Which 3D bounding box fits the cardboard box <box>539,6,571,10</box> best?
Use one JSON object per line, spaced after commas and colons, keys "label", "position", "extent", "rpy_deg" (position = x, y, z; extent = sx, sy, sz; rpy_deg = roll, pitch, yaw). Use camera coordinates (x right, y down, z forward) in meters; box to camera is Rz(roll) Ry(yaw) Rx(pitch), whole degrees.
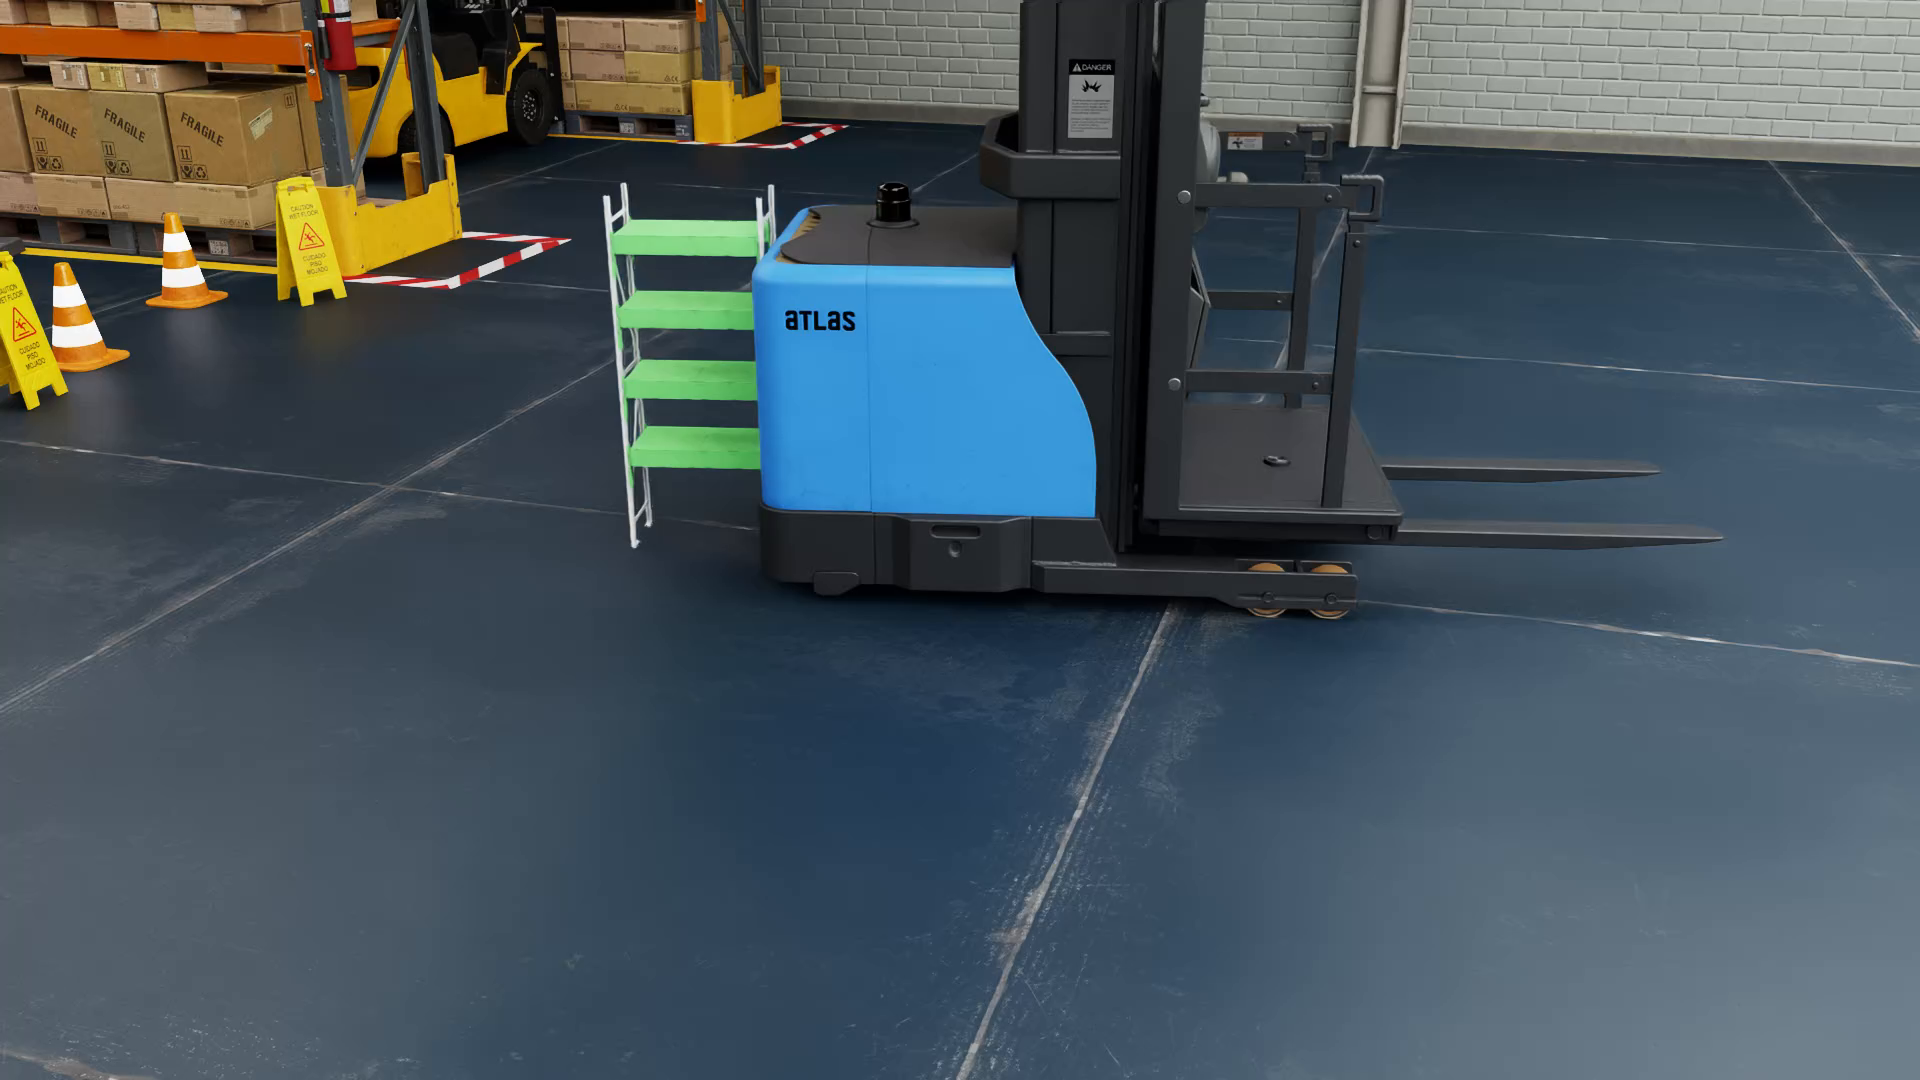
{"label": "cardboard box", "position": [-3.769, -4.574, 14.721], "extent": [0.500, 0.250, 0.500], "rpy_deg": [6, 23, 14]}

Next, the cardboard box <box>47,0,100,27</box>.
{"label": "cardboard box", "position": [-5.015, -3.055, 9.596], "extent": [0.250, 0.149, 0.380], "rpy_deg": [6, 23, 15]}

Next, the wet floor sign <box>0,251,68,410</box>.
{"label": "wet floor sign", "position": [-4.083, -0.911, 7.140], "extent": [0.232, 0.644, 0.267], "rpy_deg": [3, 22, 6]}

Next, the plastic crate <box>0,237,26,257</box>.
{"label": "plastic crate", "position": [-5.913, -1.711, 9.835], "extent": [0.583, 0.080, 0.402], "rpy_deg": [-1, 22, -3]}

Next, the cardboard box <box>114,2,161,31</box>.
{"label": "cardboard box", "position": [-4.539, -2.981, 9.415], "extent": [0.250, 0.149, 0.380], "rpy_deg": [7, 23, 16]}

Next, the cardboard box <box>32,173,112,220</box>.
{"label": "cardboard box", "position": [-5.198, -2.121, 10.058], "extent": [0.500, 0.250, 0.500], "rpy_deg": [6, 23, 14]}

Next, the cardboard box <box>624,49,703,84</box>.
{"label": "cardboard box", "position": [-2.476, -3.990, 13.956], "extent": [0.500, 0.250, 0.500], "rpy_deg": [6, 23, 15]}

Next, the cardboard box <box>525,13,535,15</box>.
{"label": "cardboard box", "position": [-3.910, -4.383, 14.254], "extent": [0.500, 0.250, 0.500], "rpy_deg": [6, 23, 14]}

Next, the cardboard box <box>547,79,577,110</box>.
{"label": "cardboard box", "position": [-3.411, -3.872, 14.327], "extent": [0.500, 0.250, 0.500], "rpy_deg": [7, 23, 16]}

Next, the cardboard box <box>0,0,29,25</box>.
{"label": "cardboard box", "position": [-5.499, -3.103, 9.714], "extent": [0.250, 0.149, 0.380], "rpy_deg": [6, 23, 15]}

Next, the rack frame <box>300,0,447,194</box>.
{"label": "rack frame", "position": [-3.350, -3.093, 9.358], "extent": [0.127, 3.000, 1.000], "rpy_deg": [7, 23, 16]}

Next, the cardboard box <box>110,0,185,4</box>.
{"label": "cardboard box", "position": [-4.427, -3.293, 9.322], "extent": [0.500, 0.500, 0.500], "rpy_deg": [7, 23, 16]}

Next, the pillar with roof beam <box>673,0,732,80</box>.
{"label": "pillar with roof beam", "position": [-3.570, -6.512, 9.788], "extent": [0.400, 9.000, 9.100], "rpy_deg": [7, 23, 16]}

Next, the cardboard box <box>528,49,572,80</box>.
{"label": "cardboard box", "position": [-3.453, -4.098, 14.219], "extent": [0.500, 0.250, 0.500], "rpy_deg": [6, 23, 14]}

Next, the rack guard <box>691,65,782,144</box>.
{"label": "rack guard", "position": [-1.897, -3.738, 14.224], "extent": [0.348, 0.500, 1.175], "rpy_deg": [7, 23, 16]}

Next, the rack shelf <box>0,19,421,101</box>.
{"label": "rack shelf", "position": [-5.265, -2.980, 10.029], "extent": [4.000, 0.370, 1.077], "rpy_deg": [7, 23, 16]}

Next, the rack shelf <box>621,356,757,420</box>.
{"label": "rack shelf", "position": [-0.868, -0.509, 5.598], "extent": [0.480, 0.148, 0.258], "rpy_deg": [1, 22, 3]}

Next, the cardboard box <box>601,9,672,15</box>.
{"label": "cardboard box", "position": [-2.805, -4.457, 14.435], "extent": [0.500, 0.250, 0.500], "rpy_deg": [7, 23, 16]}

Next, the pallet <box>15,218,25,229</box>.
{"label": "pallet", "position": [-6.526, -2.181, 10.808], "extent": [1.213, 0.211, 1.003], "rpy_deg": [7, 23, 16]}

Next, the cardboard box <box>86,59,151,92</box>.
{"label": "cardboard box", "position": [-4.803, -2.700, 9.627], "extent": [0.250, 0.149, 0.380], "rpy_deg": [7, 23, 16]}

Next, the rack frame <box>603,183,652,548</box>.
{"label": "rack frame", "position": [-1.112, -0.574, 5.589], "extent": [0.015, 1.200, 0.240], "rpy_deg": [1, 22, 3]}

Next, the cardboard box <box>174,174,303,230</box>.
{"label": "cardboard box", "position": [-4.225, -2.009, 9.784], "extent": [0.500, 0.250, 0.500], "rpy_deg": [6, 23, 15]}

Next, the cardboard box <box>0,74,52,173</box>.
{"label": "cardboard box", "position": [-5.681, -2.526, 10.057], "extent": [0.500, 0.500, 0.500], "rpy_deg": [8, 24, 18]}

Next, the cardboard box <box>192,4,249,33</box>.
{"label": "cardboard box", "position": [-4.044, -2.928, 9.286], "extent": [0.250, 0.149, 0.380], "rpy_deg": [6, 23, 15]}

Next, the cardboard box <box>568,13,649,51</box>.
{"label": "cardboard box", "position": [-2.941, -4.273, 13.986], "extent": [0.500, 0.250, 0.500], "rpy_deg": [7, 23, 16]}

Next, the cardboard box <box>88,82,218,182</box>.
{"label": "cardboard box", "position": [-4.693, -2.411, 9.778], "extent": [0.500, 0.500, 0.500], "rpy_deg": [7, 23, 17]}

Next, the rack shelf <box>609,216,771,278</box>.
{"label": "rack shelf", "position": [-0.868, -0.953, 5.416], "extent": [0.480, 0.148, 0.258], "rpy_deg": [1, 22, 3]}

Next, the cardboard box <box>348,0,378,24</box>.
{"label": "cardboard box", "position": [-3.615, -3.089, 9.680], "extent": [0.250, 0.149, 0.380], "rpy_deg": [7, 23, 16]}

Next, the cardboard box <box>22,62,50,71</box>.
{"label": "cardboard box", "position": [-6.048, -2.778, 10.672], "extent": [0.500, 0.500, 0.500], "rpy_deg": [7, 23, 16]}

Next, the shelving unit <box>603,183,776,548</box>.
{"label": "shelving unit", "position": [-0.868, -0.568, 5.574], "extent": [0.503, 1.200, 0.258], "rpy_deg": [1, 22, 3]}

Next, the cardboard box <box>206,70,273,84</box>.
{"label": "cardboard box", "position": [-4.567, -2.609, 10.260], "extent": [0.500, 0.500, 0.500], "rpy_deg": [6, 23, 14]}

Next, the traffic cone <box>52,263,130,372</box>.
{"label": "traffic cone", "position": [-4.129, -1.057, 7.738], "extent": [0.334, 0.463, 0.336], "rpy_deg": [7, 23, 16]}

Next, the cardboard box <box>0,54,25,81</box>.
{"label": "cardboard box", "position": [-5.839, -2.818, 9.915], "extent": [0.250, 0.149, 0.380], "rpy_deg": [8, 24, 19]}

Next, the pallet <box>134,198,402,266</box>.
{"label": "pallet", "position": [-4.190, -1.913, 10.156], "extent": [1.213, 0.211, 1.003], "rpy_deg": [7, 23, 16]}

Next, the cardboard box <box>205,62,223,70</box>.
{"label": "cardboard box", "position": [-6.993, -4.572, 15.539], "extent": [0.625, 0.625, 0.875], "rpy_deg": [6, 23, 15]}

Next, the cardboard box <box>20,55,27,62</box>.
{"label": "cardboard box", "position": [-8.986, -4.796, 16.086], "extent": [0.625, 0.625, 0.875], "rpy_deg": [7, 23, 17]}

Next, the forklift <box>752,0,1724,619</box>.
{"label": "forklift", "position": [0.901, -1.319, 5.123], "extent": [3.031, 2.935, 1.130], "rpy_deg": [1, 22, 3]}

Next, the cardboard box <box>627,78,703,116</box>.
{"label": "cardboard box", "position": [-2.461, -3.756, 14.044], "extent": [0.500, 0.250, 0.500], "rpy_deg": [7, 23, 16]}

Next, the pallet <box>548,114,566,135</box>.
{"label": "pallet", "position": [-3.828, -3.810, 14.780], "extent": [1.213, 0.211, 1.003], "rpy_deg": [7, 23, 15]}
